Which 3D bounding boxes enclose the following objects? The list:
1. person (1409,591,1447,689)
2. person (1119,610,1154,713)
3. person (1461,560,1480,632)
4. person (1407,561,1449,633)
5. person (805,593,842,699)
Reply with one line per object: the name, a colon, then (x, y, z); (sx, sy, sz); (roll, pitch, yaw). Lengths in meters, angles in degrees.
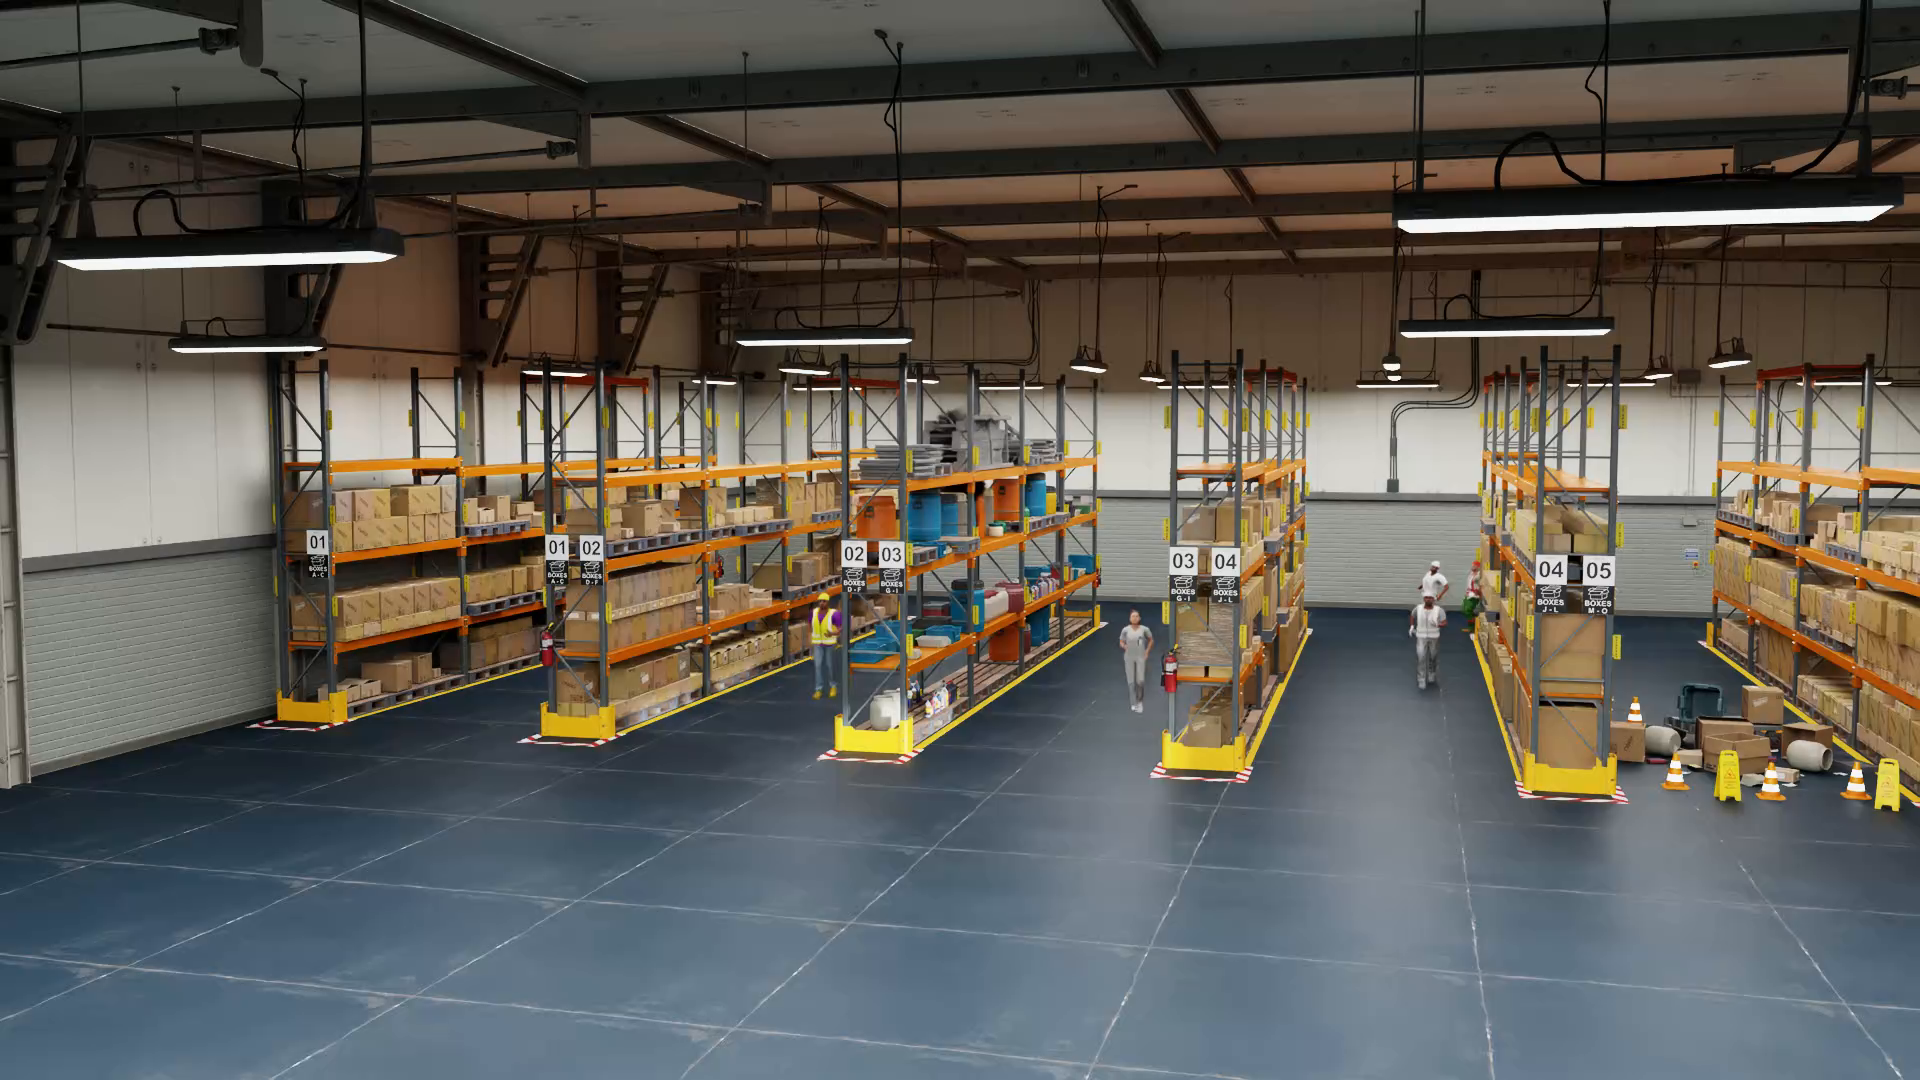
person: (8.770, 1.838, 31.173); (0.688, 1.781, 0.974); (1, 4, 17)
person: (2.837, 2.014, 26.851); (0.544, 1.585, 0.607); (1, 4, 10)
person: (12.120, 1.325, 39.115); (0.577, 1.730, 0.702); (-1, 4, -9)
person: (10.981, 1.338, 38.969); (0.863, 1.714, 0.772); (-1, 4, -14)
person: (-2.307, 1.803, 28.261); (0.718, 1.823, 0.850); (1, 4, 11)
